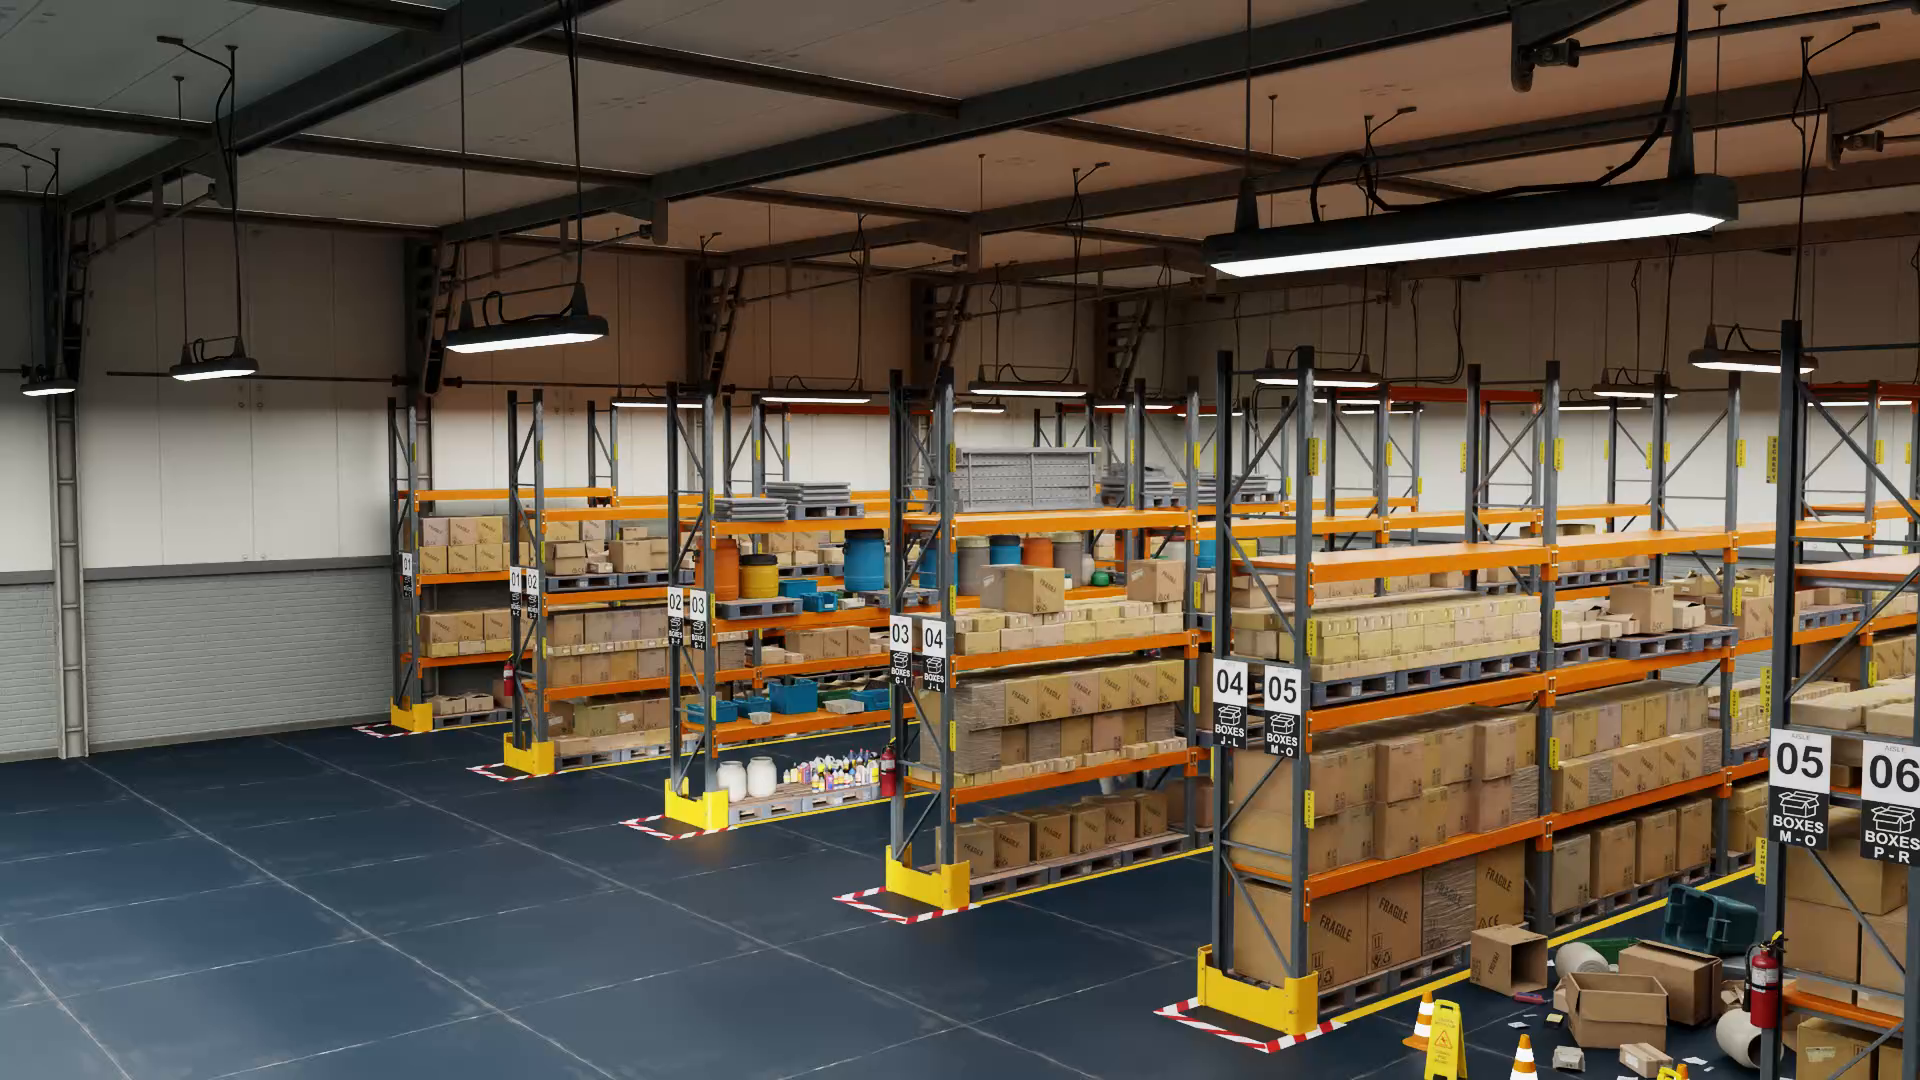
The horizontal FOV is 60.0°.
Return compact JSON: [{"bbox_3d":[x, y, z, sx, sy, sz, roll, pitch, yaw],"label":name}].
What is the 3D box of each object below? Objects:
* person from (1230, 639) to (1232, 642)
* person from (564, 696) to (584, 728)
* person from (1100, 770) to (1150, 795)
[{"bbox_3d":[5.829,2.288,34.680,0.646,1.808,0.716,-3,5,-44],"label":"person"},{"bbox_3d":[-6.628,2.664,28.304,0.624,1.661,0.587,-3,5,-44],"label":"person"},{"bbox_3d":[2.240,2.954,23.400,0.881,1.766,0.720,-2,4,-36],"label":"person"}]
